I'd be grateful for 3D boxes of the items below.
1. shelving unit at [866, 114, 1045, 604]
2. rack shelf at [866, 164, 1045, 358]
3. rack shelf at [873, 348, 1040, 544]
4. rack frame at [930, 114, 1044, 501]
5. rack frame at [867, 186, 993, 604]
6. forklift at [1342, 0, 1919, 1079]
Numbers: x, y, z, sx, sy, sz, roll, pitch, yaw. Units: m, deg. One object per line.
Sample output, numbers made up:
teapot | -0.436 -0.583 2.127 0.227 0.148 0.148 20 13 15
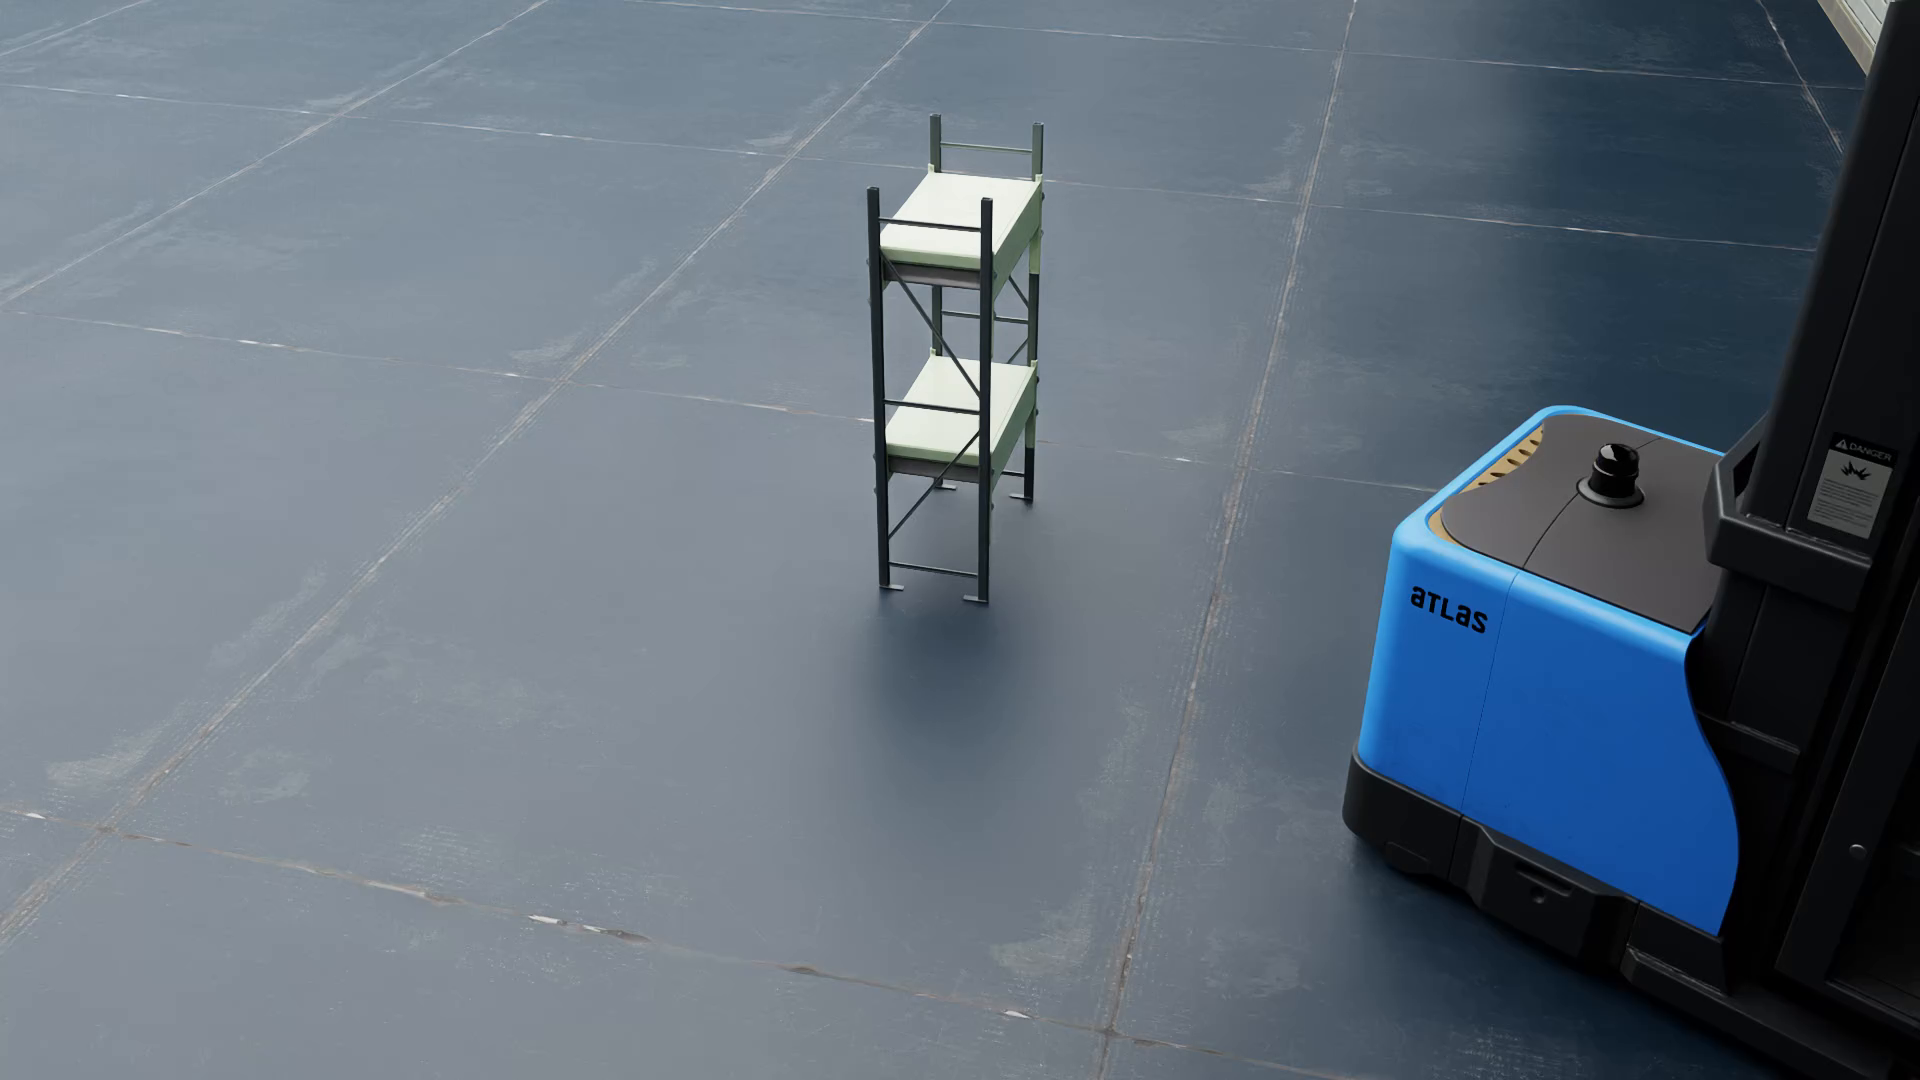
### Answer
shelving unit | -0.002 -0.629 5.842 0.431 1.500 0.755 8 33 12
rack shelf | -0.002 -0.959 5.633 0.431 0.370 0.720 8 33 12
rack shelf | -0.002 -0.354 6.017 0.431 0.370 0.720 8 33 12
rack frame | 0.091 -0.819 6.141 0.400 1.500 0.023 8 33 12
rack frame | -0.095 -0.440 5.543 0.400 1.500 0.023 8 33 12
forklift | 2.554 -0.035 3.573 3.031 2.935 1.130 25 40 34
